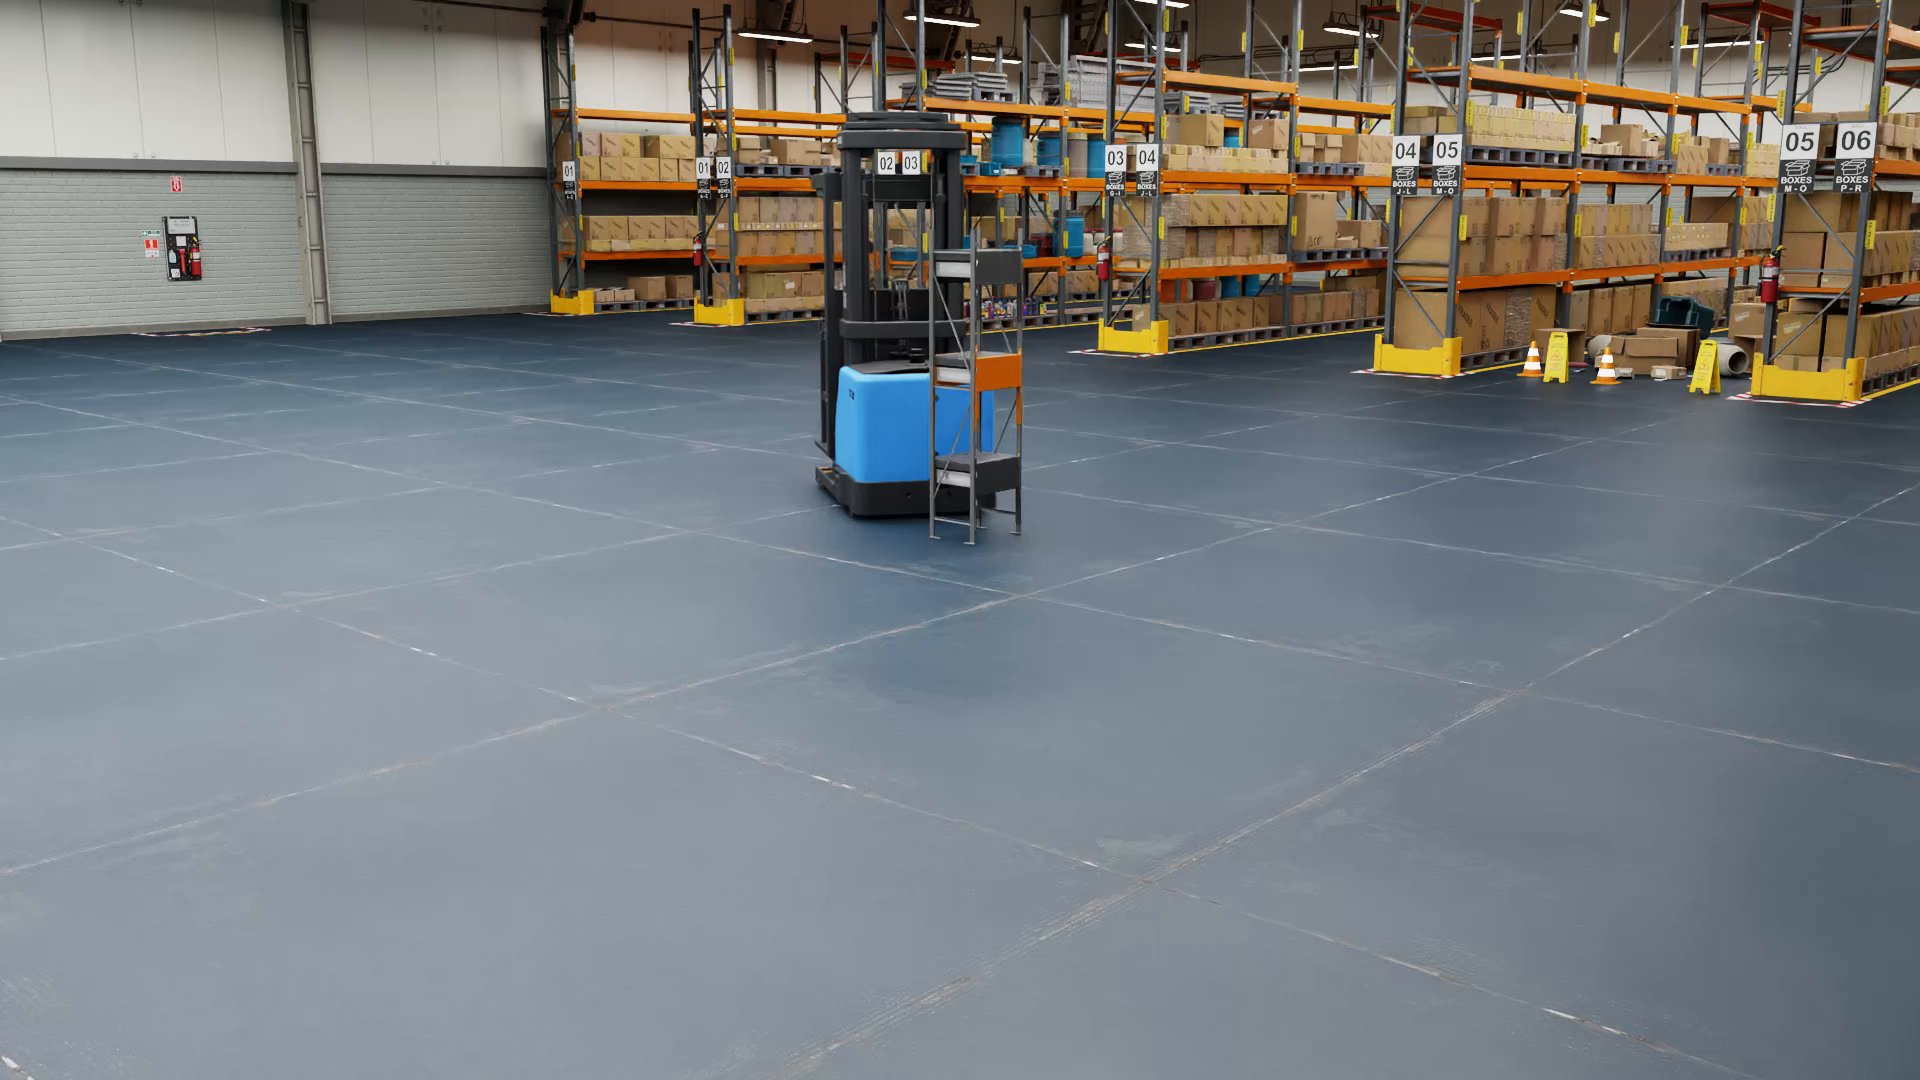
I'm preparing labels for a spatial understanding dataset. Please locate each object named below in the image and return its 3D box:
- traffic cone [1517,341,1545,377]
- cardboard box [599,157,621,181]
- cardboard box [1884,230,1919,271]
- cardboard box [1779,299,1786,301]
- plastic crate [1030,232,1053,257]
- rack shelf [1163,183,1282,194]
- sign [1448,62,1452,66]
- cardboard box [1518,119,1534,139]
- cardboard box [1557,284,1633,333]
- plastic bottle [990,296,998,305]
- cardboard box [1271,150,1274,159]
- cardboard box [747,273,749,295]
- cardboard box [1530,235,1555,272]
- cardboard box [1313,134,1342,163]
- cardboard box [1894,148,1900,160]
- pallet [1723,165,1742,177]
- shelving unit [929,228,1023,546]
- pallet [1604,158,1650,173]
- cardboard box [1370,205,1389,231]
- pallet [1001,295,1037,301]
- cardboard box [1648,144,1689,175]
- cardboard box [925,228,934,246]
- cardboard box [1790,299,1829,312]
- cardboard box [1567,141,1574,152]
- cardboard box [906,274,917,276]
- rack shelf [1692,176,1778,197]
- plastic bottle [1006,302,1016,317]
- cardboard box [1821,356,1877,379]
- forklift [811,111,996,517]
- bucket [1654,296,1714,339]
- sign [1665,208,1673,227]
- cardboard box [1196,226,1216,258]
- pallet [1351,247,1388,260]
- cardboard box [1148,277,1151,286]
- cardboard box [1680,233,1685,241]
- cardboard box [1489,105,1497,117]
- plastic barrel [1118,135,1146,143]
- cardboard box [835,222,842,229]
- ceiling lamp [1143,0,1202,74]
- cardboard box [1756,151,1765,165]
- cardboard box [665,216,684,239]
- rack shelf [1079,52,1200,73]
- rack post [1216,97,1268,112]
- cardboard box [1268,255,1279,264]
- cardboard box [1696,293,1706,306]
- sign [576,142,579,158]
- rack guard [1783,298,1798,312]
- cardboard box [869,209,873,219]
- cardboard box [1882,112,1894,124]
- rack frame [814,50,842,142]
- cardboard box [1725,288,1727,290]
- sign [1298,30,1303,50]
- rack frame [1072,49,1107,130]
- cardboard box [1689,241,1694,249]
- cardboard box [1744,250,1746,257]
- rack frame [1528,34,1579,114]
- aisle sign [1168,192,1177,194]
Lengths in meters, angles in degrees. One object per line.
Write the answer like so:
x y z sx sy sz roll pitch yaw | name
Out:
7.777 -2.463 22.570 0.336 0.463 0.334 10 15 40 | traffic cone
-7.672 -8.011 35.906 0.500 0.500 0.500 -11 16 -44 | cardboard box
12.005 -3.720 21.371 0.500 0.500 0.500 10 15 42 | cardboard box
16.788 -5.006 34.271 0.380 0.149 0.250 9 15 39 | cardboard box
1.711 -5.840 32.836 0.402 0.464 0.583 10 15 40 | plastic crate
5.581 -7.699 36.484 1.077 0.370 4.000 10 15 40 | rack shelf
10.221 -9.788 34.657 0.100 0.325 0.005 10 15 40 | sign
7.870 -5.872 23.796 0.500 0.250 0.500 10 15 40 | cardboard box
10.597 -3.886 27.886 1.050 0.750 0.750 10 15 41 | cardboard box
0.652 -4.522 32.039 0.144 0.351 0.185 9 14 38 | plastic bottle
5.099 -6.538 28.199 0.380 0.149 0.250 10 15 41 | cardboard box
-5.348 -6.079 39.455 0.700 0.500 0.500 10 15 42 | cardboard box
8.420 -4.335 25.082 0.875 0.550 0.550 10 15 40 | cardboard box
6.347 -6.980 29.713 0.797 0.503 0.637 11 15 43 | cardboard box
11.232 -4.706 20.306 0.380 0.149 0.250 9 15 39 | cardboard box
13.794 -6.880 31.028 1.213 0.211 1.003 10 15 40 | pallet
0.109 -1.054 11.334 0.431 2.100 0.503 10 15 40 | shelving unit
10.520 -6.102 27.133 1.003 0.211 1.213 11 16 43 | pallet
8.476 -6.293 32.448 0.797 0.503 0.637 10 15 42 | cardboard box
1.064 -5.665 39.242 1.003 0.211 1.213 10 15 40 | pallet
12.218 -6.560 28.688 0.500 0.500 0.500 10 15 40 | cardboard box
-0.900 -6.650 36.799 0.500 0.500 0.500 10 15 40 | cardboard box
10.670 -2.945 20.884 0.380 0.149 0.250 10 15 42 | cardboard box
9.000 -5.909 25.001 0.380 0.149 0.250 10 15 40 | cardboard box
-1.041 -5.792 37.275 0.500 0.311 0.500 10 15 40 | cardboard box
15.601 -6.991 32.939 1.077 0.370 4.000 10 15 40 | rack shelf
0.962 -4.347 31.354 0.152 0.276 0.135 10 15 41 | plastic bottle
10.885 -2.128 20.363 0.500 0.250 0.500 10 15 40 | cardboard box
-0.565 -1.848 13.188 1.130 2.935 3.031 -3 12 -13 | forklift
10.642 -3.223 24.375 0.620 0.611 0.726 5 7 -30 | bucket
12.060 -5.486 28.273 0.100 0.325 0.005 10 15 40 | sign
3.687 -4.898 27.270 0.875 0.500 0.500 10 15 40 | cardboard box
7.591 -5.433 31.453 1.213 0.211 1.003 10 15 40 | pallet
5.000 -6.724 43.322 0.500 0.250 0.500 10 15 40 | cardboard box
12.628 -5.381 29.509 0.380 0.149 0.250 10 15 41 | cardboard box
7.154 -5.889 22.864 0.380 0.149 0.250 10 15 40 | cardboard box
3.556 -7.910 34.427 0.600 0.901 0.600 0 11 0 | plastic barrel
-2.625 -6.525 34.515 0.380 0.149 0.250 10 15 40 | cardboard box
5.769 -14.617 46.723 2.000 3.185 0.800 10 15 40 | ceiling lamp
15.112 -7.334 31.925 0.500 0.250 0.500 10 15 40 | cardboard box
-6.567 -7.026 37.356 0.500 0.500 0.500 9 15 39 | cardboard box
4.503 -12.029 42.020 1.077 0.370 4.000 10 15 40 | rack shelf
6.322 -9.660 37.000 0.937 0.300 0.954 9 15 39 | rack post
5.248 -4.829 28.579 0.380 0.149 0.250 10 15 40 | cardboard box
13.301 -4.267 30.432 0.500 0.500 0.500 9 15 39 | cardboard box
-8.054 -8.220 35.024 0.100 0.325 0.005 10 15 40 | sign
16.871 -4.930 34.825 1.175 0.500 0.348 10 15 40 | rack guard
-2.333 -8.252 42.097 0.500 0.250 0.500 9 15 40 | cardboard box
10.898 -5.020 19.843 0.380 0.149 0.250 10 15 40 | cardboard box
-3.181 -10.509 41.060 1.000 3.000 0.127 10 15 40 | rack frame
15.126 -4.965 33.308 0.380 0.149 0.250 9 14 38 | cardboard box
5.737 -8.423 28.030 0.100 0.325 0.005 10 15 40 | sign
3.183 -10.458 40.802 1.000 3.000 0.127 10 15 40 | rack frame
12.961 -5.308 29.903 0.380 0.149 0.250 10 15 41 | cardboard box
14.965 -5.548 32.180 0.380 0.149 0.250 9 14 38 | cardboard box
13.263 -9.765 37.333 1.000 3.000 0.127 10 15 40 | rack frame
5.648 -9.427 44.322 0.394 0.787 0.004 10 15 40 | aisle sign
